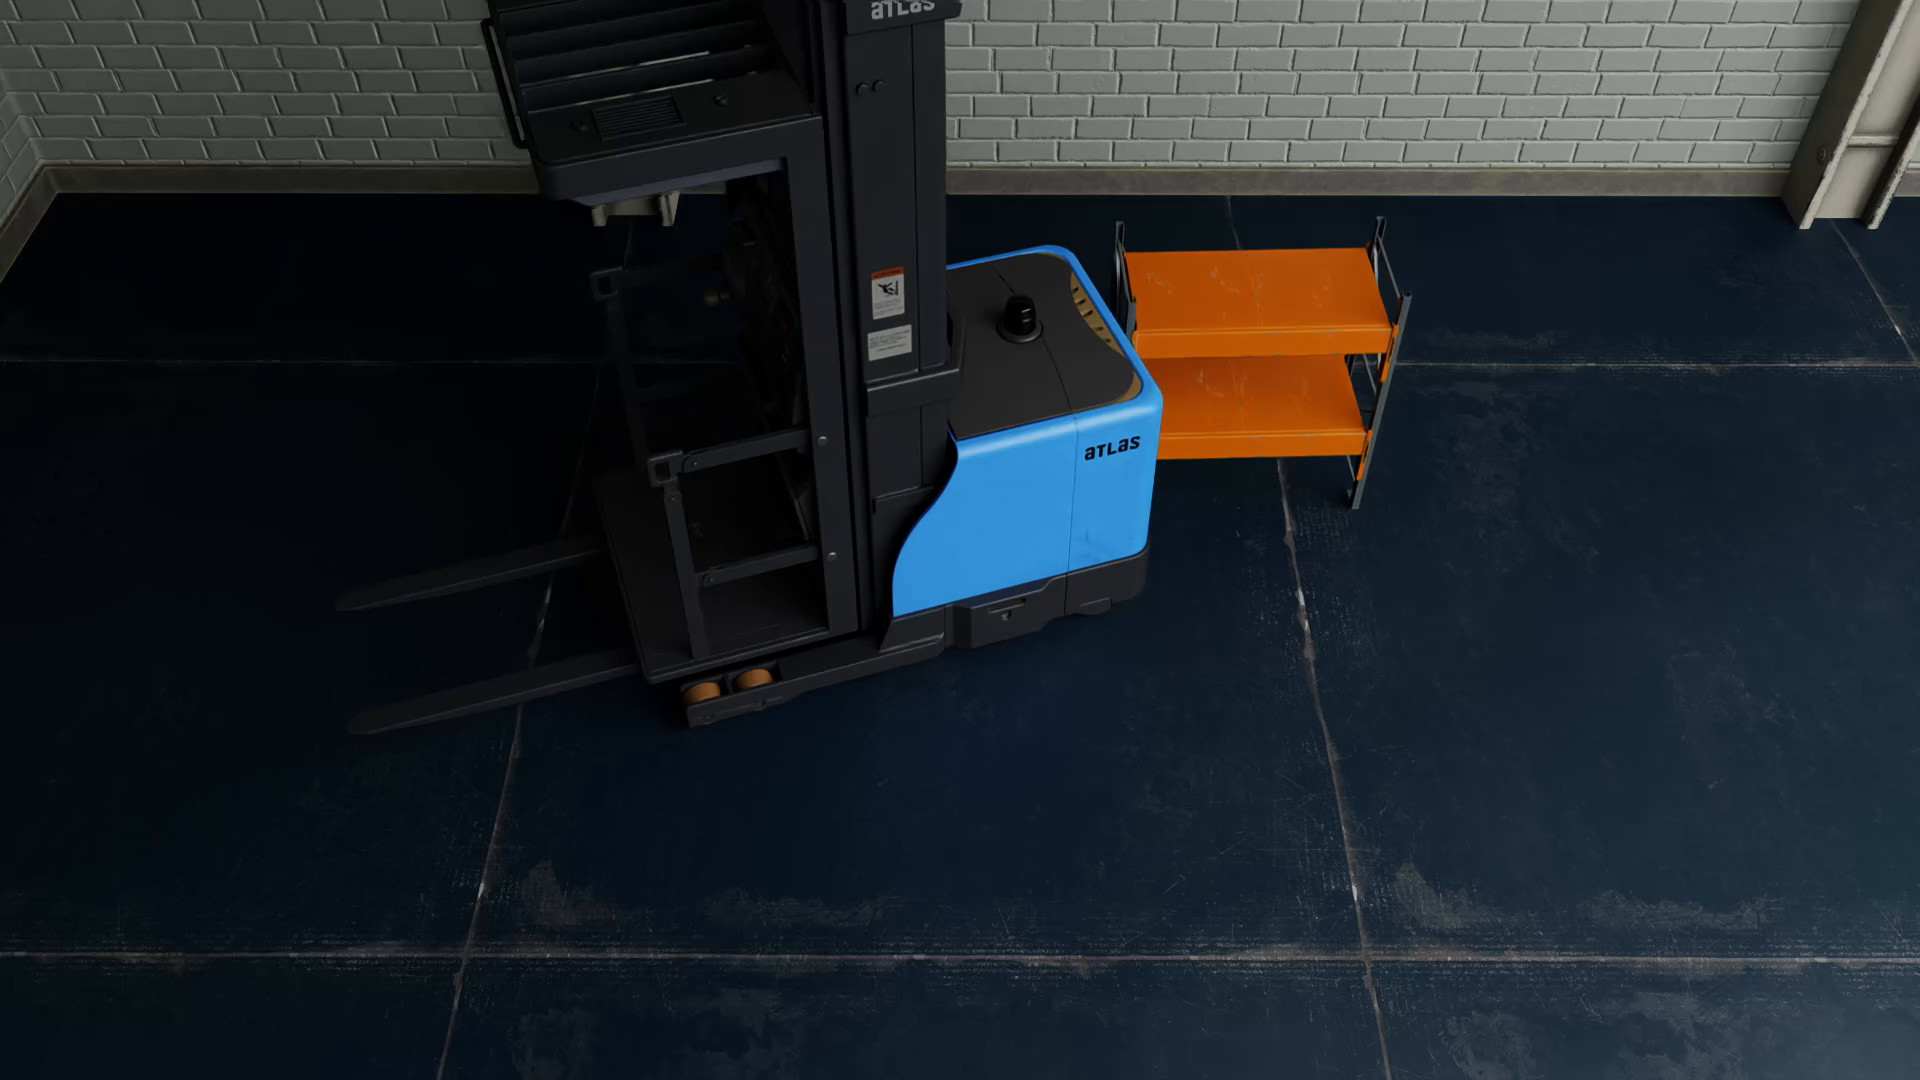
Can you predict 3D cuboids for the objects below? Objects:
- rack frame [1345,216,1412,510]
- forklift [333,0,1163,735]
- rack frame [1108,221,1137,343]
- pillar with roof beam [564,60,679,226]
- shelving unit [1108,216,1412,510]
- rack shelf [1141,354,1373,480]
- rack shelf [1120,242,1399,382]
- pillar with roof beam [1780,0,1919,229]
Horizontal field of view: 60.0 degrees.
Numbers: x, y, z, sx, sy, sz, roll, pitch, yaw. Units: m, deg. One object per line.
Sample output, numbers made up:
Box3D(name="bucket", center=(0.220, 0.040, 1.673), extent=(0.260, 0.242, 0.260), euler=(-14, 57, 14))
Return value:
Box3D(name="rack frame", center=(1.642, -0.694, 6.708), extent=(0.032, 1.125, 0.500), euler=(-1, 47, -1))
Box3D(name="forklift", center=(-0.840, -0.749, 5.525), extent=(3.031, 2.935, 1.130), euler=(-14, 49, -13))
Box3D(name="rack frame", center=(0.626, -0.669, 6.685), extent=(0.032, 1.125, 0.500), euler=(-1, 47, -1))
Box3D(name="pillar with roof beam", center=(-1.645, -1.592, 2.165), extent=(0.400, 9.000, 9.100), euler=(0, 47, 0))
Box3D(name="shelving unit", center=(1.134, -0.681, 6.697), extent=(1.048, 1.125, 0.538), euler=(-1, 47, -1))
Box3D(name="rack shelf", center=(1.134, -0.515, 6.875), extent=(1.000, 0.278, 0.538), euler=(-1, 47, -1))
Box3D(name="rack shelf", center=(1.134, -0.881, 6.482), extent=(1.000, 0.278, 0.538), euler=(-1, 47, -1))
Box3D(name="pillar with roof beam", center=(4.355, -1.576, 2.150), extent=(0.400, 9.000, 9.100), euler=(0, 47, 0))
